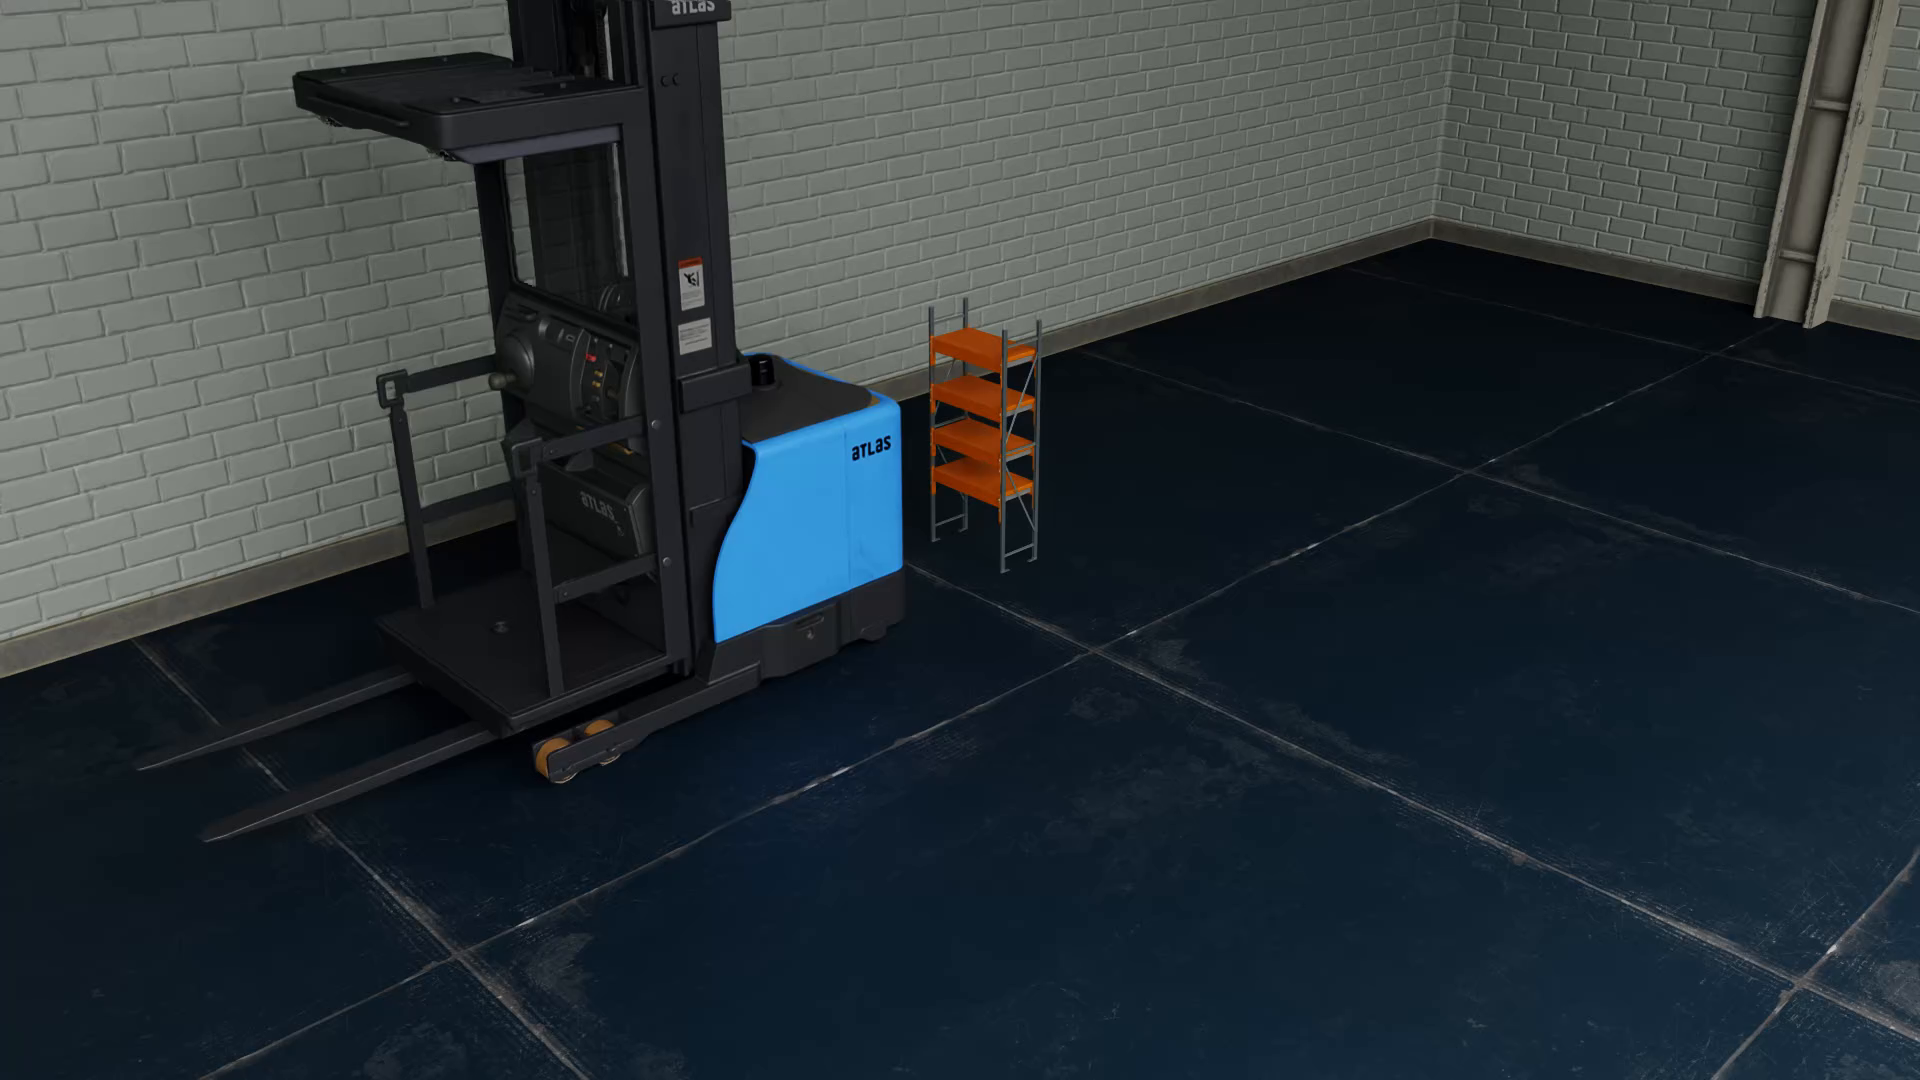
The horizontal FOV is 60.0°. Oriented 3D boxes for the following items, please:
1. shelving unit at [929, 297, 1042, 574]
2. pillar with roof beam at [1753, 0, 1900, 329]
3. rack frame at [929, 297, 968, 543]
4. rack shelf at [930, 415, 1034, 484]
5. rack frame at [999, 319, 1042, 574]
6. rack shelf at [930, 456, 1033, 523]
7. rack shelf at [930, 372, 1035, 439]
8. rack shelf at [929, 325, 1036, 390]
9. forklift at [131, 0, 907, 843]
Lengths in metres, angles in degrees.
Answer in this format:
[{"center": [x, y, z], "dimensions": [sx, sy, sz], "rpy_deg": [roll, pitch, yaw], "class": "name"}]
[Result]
[{"center": [0.113, -0.496, 7.891], "dimensions": [0.258, 1.200, 0.503], "rpy_deg": [-21, 32, -38], "class": "shelving unit"}, {"center": [2.680, -4.429, 7.117], "dimensions": [9.100, 9.000, 0.400], "rpy_deg": [-21, 32, -38], "class": "pillar with roof beam"}, {"center": [-0.054, -0.570, 8.053], "dimensions": [0.240, 1.200, 0.015], "rpy_deg": [-21, 32, -38], "class": "rack frame"}, {"center": [0.113, -0.435, 7.919], "dimensions": [0.258, 0.148, 0.480], "rpy_deg": [-21, 32, -38], "class": "rack shelf"}, {"center": [0.280, -0.422, 7.729], "dimensions": [0.240, 1.200, 0.015], "rpy_deg": [-21, 32, -38], "class": "rack frame"}, {"center": [0.113, -0.254, 8.001], "dimensions": [0.258, 0.148, 0.480], "rpy_deg": [-21, 32, -38], "class": "rack shelf"}, {"center": [0.113, -0.638, 7.826], "dimensions": [0.258, 0.148, 0.480], "rpy_deg": [-21, 32, -38], "class": "rack shelf"}, {"center": [0.113, -0.853, 7.728], "dimensions": [0.258, 0.148, 0.480], "rpy_deg": [-21, 32, -38], "class": "rack shelf"}, {"center": [-1.646, -0.663, 6.171], "dimensions": [3.031, 2.935, 1.130], "rpy_deg": [-22, 32, -39], "class": "forklift"}]
